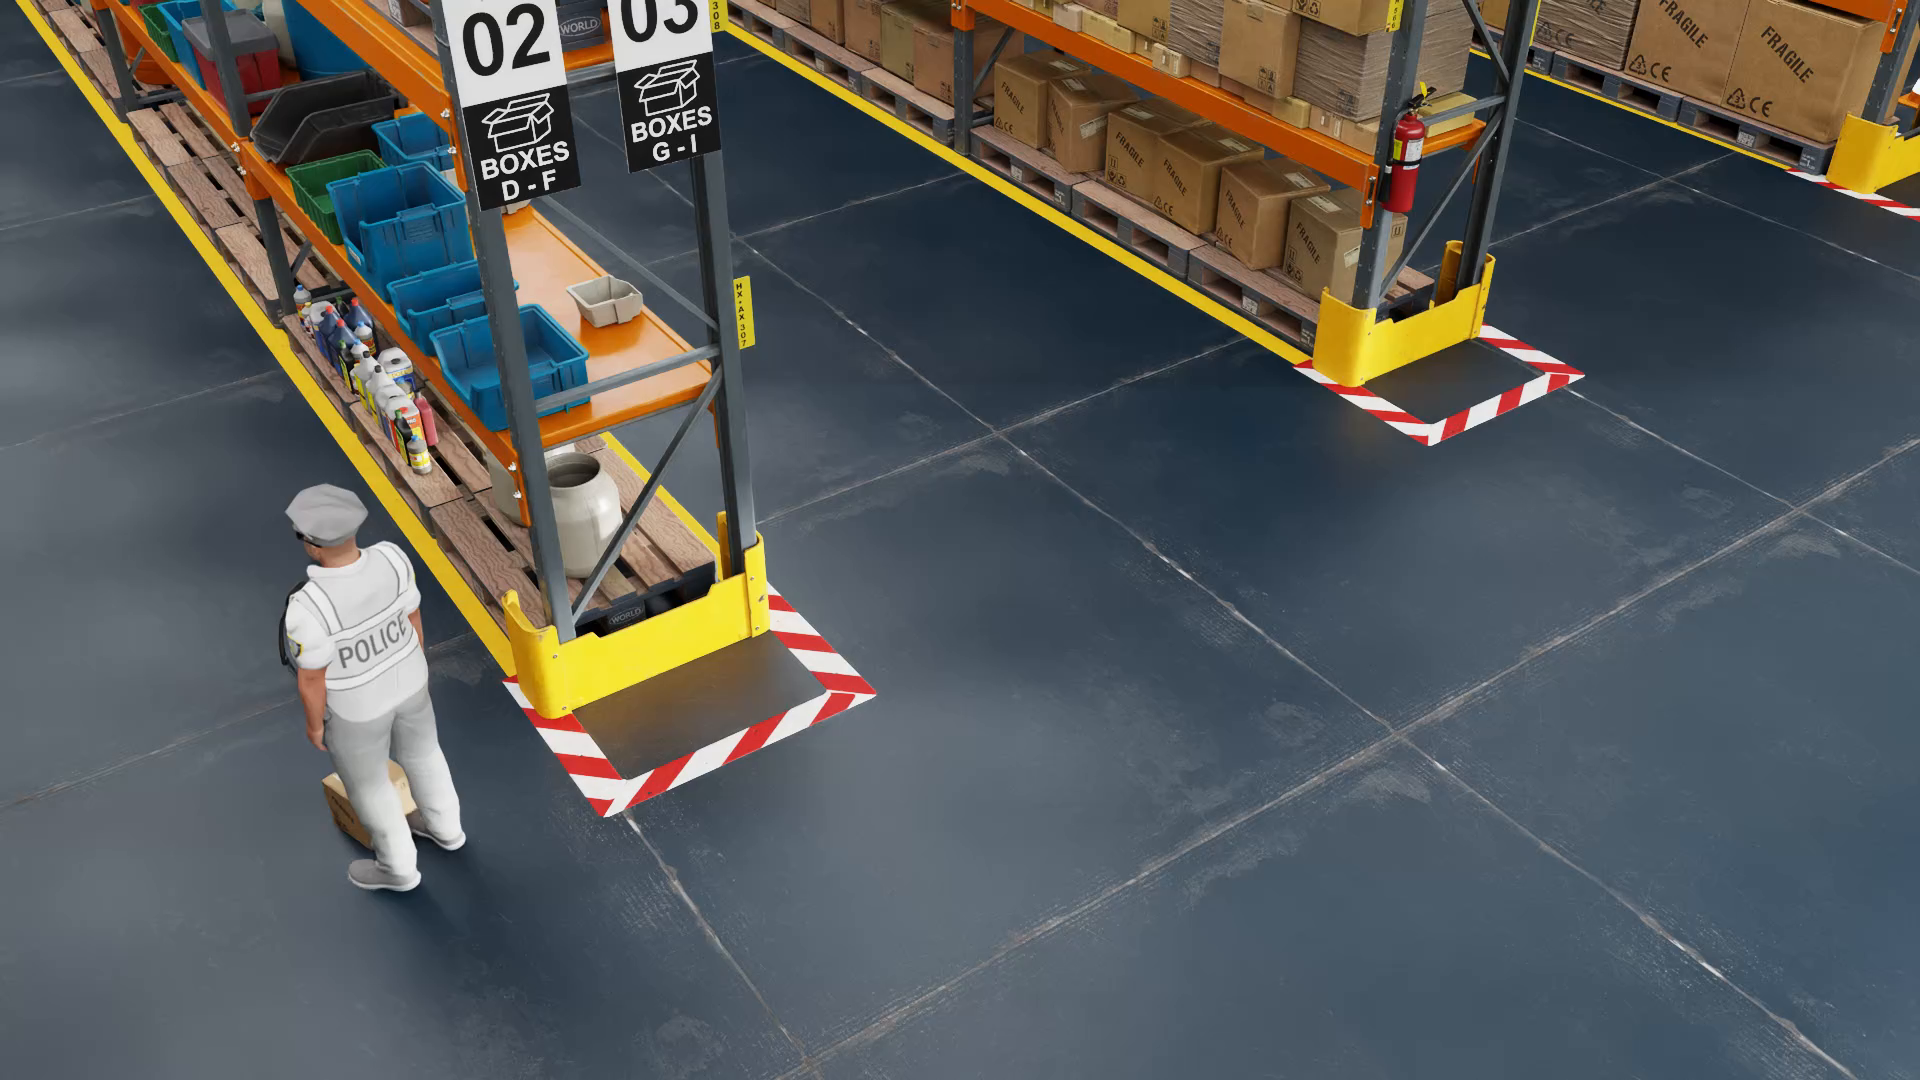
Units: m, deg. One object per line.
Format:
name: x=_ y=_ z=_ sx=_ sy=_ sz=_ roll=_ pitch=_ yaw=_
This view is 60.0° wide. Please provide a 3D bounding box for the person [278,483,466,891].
person: x=-2.219 y=0.564 z=6.219 sx=0.393 sy=1.786 sz=0.534 roll=22 pitch=41 yaw=27
